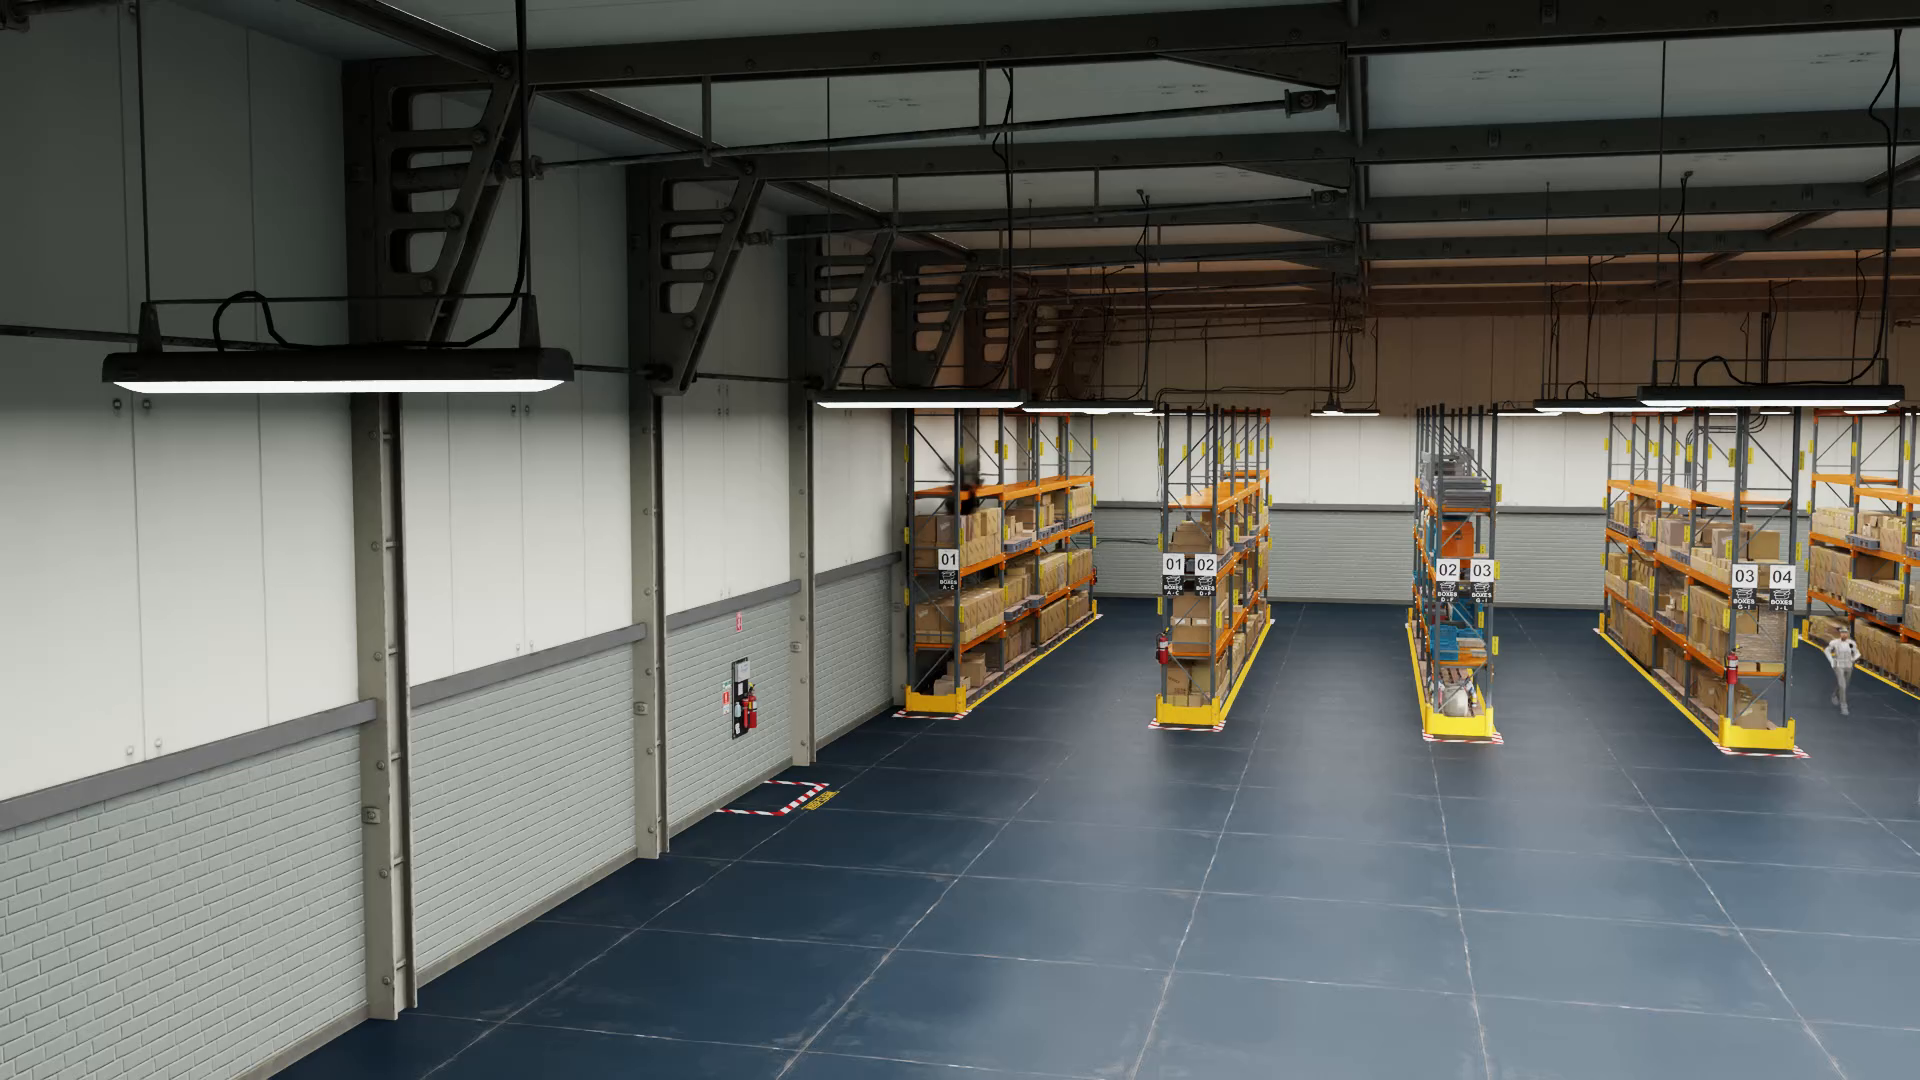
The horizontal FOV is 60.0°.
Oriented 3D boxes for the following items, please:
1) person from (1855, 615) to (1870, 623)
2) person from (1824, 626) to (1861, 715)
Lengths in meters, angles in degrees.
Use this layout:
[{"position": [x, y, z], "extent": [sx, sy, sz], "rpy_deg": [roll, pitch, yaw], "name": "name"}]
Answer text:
[{"position": [23.583, 1.735, 43.908], "extent": [0.643, 1.579, 0.779], "rpy_deg": [-2, 5, -30], "name": "person"}, {"position": [17.274, 2.513, 32.526], "extent": [0.603, 1.711, 0.860], "rpy_deg": [1, 4, 9], "name": "person"}]
